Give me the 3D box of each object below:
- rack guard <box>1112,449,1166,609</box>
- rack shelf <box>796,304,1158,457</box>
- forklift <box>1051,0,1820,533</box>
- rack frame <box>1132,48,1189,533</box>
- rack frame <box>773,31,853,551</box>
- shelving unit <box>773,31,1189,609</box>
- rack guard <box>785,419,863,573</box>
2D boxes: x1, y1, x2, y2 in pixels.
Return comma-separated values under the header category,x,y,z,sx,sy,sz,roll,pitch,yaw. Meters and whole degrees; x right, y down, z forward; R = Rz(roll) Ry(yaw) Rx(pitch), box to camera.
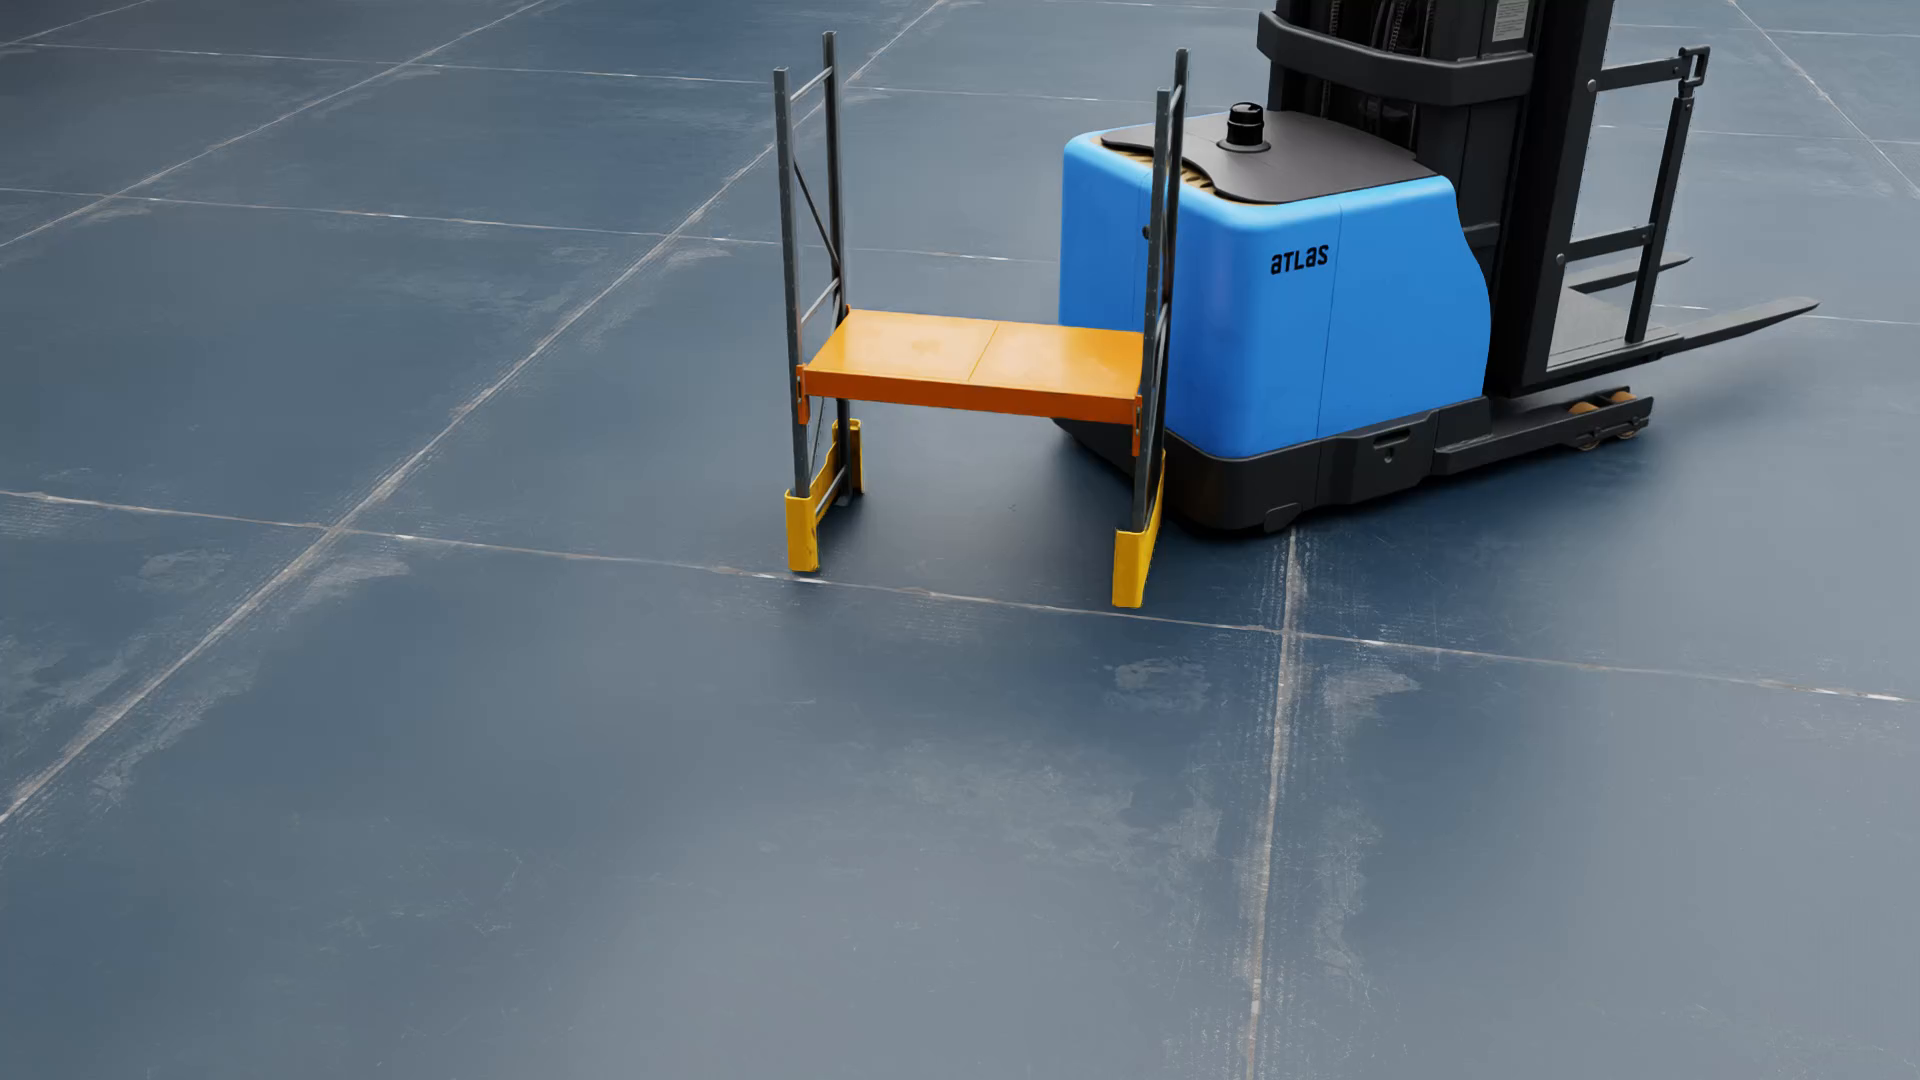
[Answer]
category,x,y,z,sx,sy,sz,roll,pitch,yaw
rack guard,0.548,-0.047,5.075,0.087,0.250,0.587,6,29,11
rack shelf,0.071,-0.488,4.954,1.000,0.185,0.538,6,29,11
forklift,1.865,-1.805,5.495,3.031,2.935,1.130,-15,32,-25
rack frame,0.567,-0.593,4.772,0.032,1.500,0.500,6,29,11
rack frame,-0.425,-0.699,4.964,0.032,1.500,0.500,6,29,11
shelving unit,0.062,-0.647,4.870,1.083,1.500,0.587,6,29,11
rack guard,-0.424,-0.150,5.264,0.087,0.250,0.587,6,29,11
